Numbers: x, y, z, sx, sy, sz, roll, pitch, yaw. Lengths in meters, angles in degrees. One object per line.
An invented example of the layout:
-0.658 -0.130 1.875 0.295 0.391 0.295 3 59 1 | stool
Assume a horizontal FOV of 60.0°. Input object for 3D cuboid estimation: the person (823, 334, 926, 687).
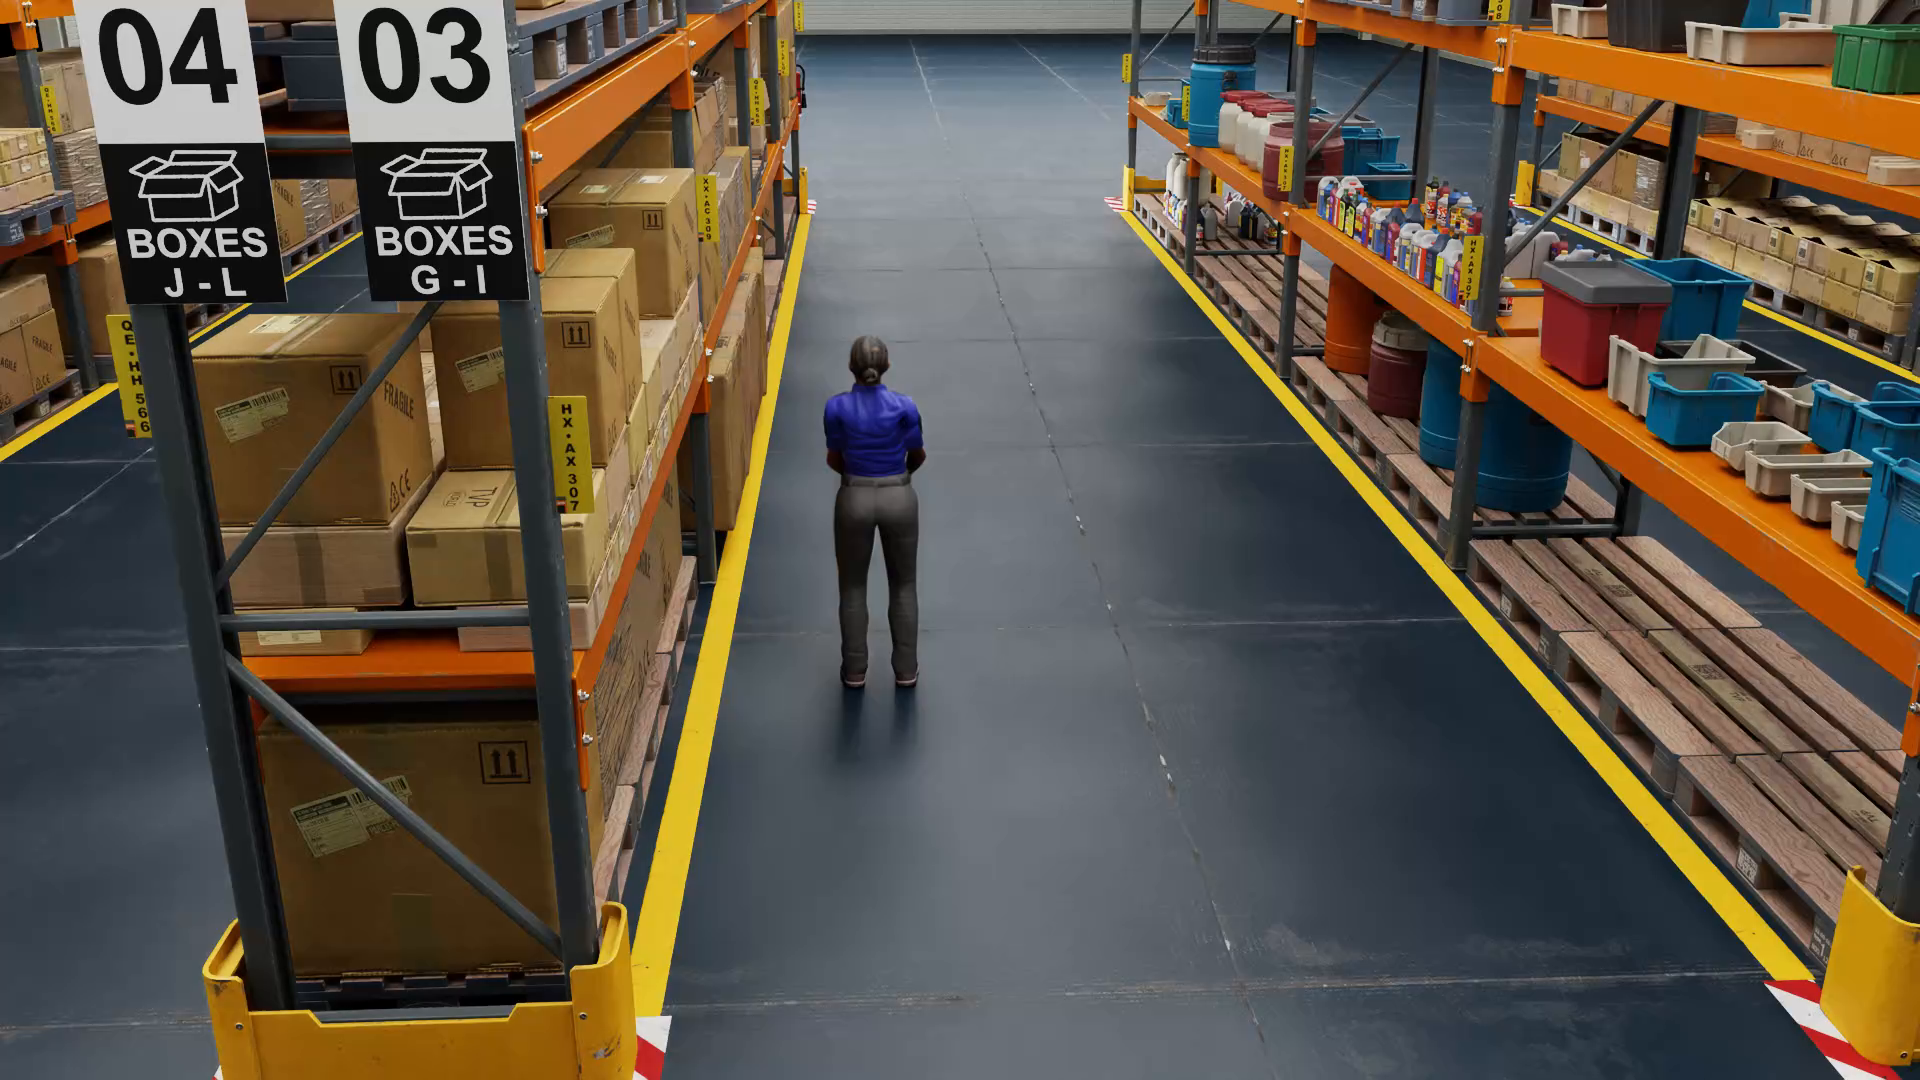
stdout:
-0.377 -0.154 7.511 0.451 1.650 0.518 -1 21 -2 | person
